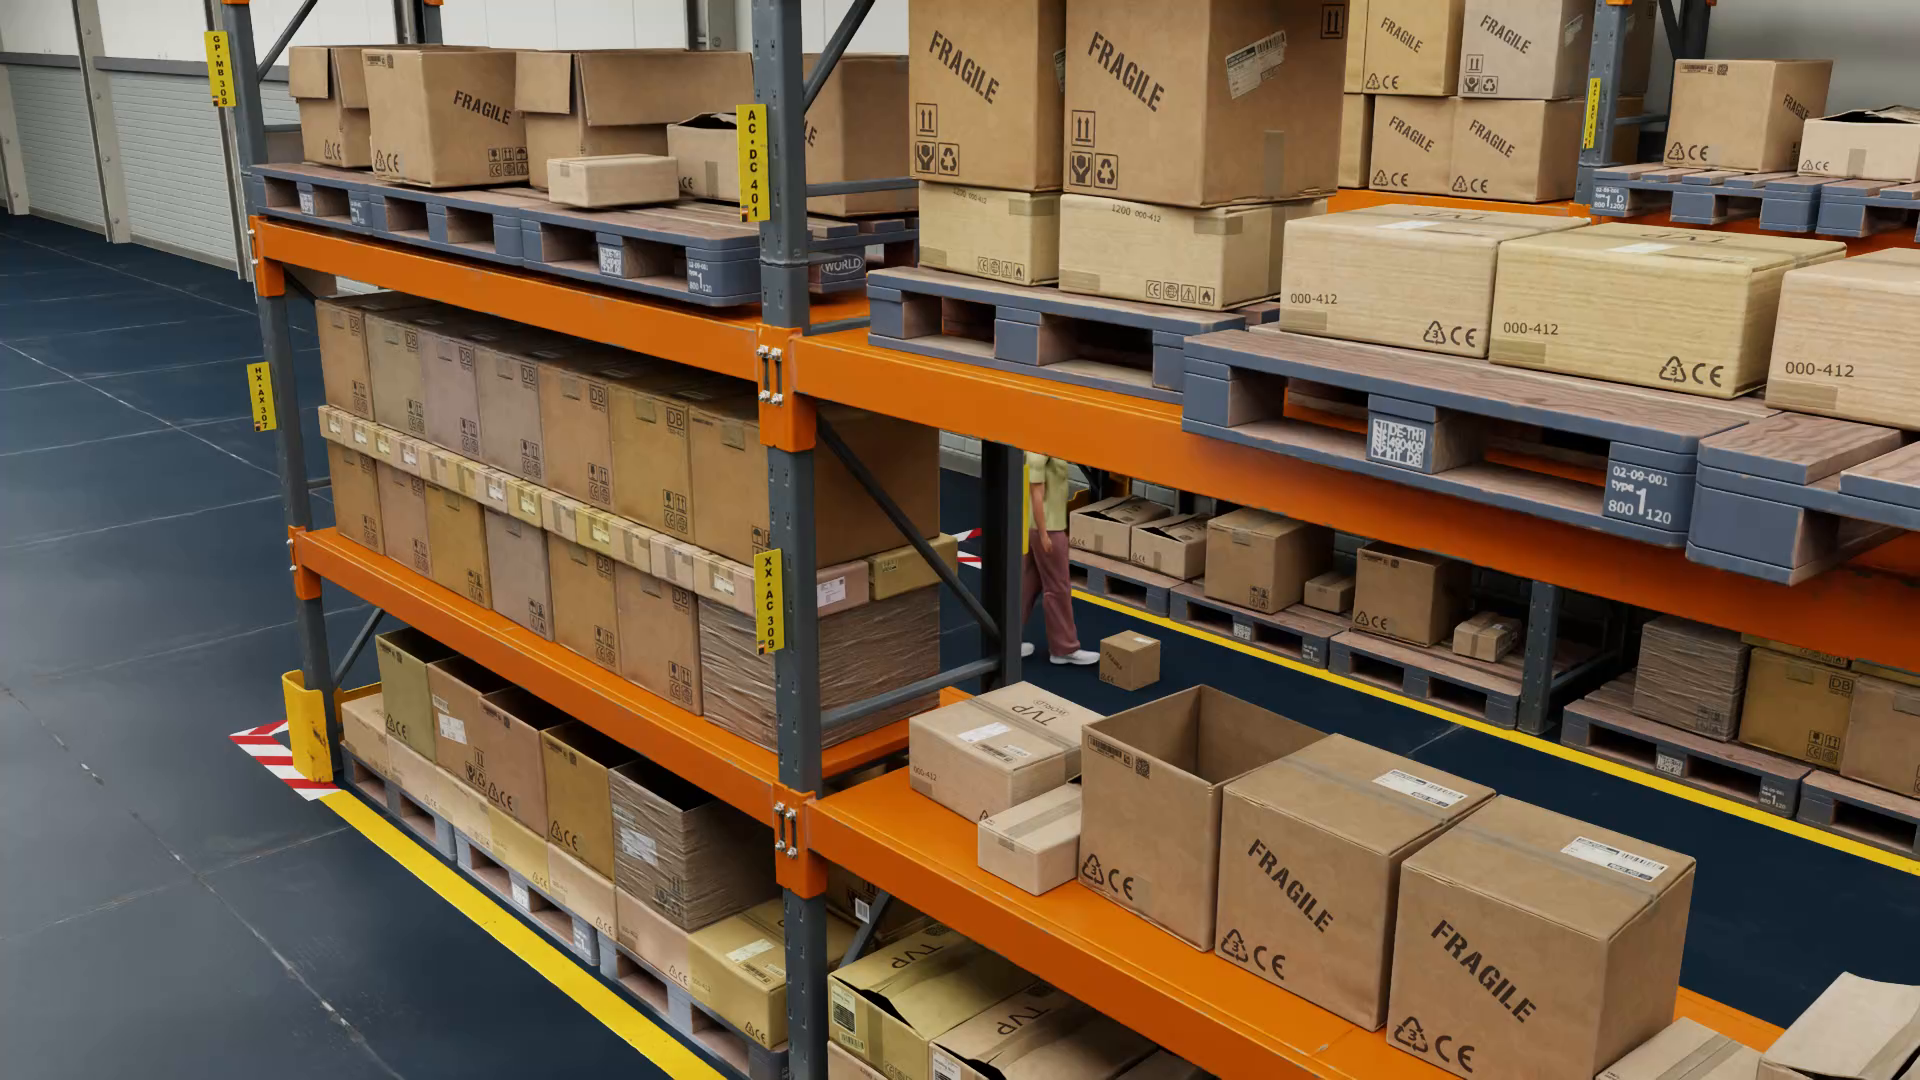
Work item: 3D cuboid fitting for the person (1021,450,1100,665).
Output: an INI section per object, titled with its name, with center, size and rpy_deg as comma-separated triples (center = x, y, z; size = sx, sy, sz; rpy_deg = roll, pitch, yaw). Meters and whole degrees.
[person]
center = 0.498, -0.075, 9.766
size = 0.680, 1.662, 0.434
rpy_deg = -1, 17, -3
